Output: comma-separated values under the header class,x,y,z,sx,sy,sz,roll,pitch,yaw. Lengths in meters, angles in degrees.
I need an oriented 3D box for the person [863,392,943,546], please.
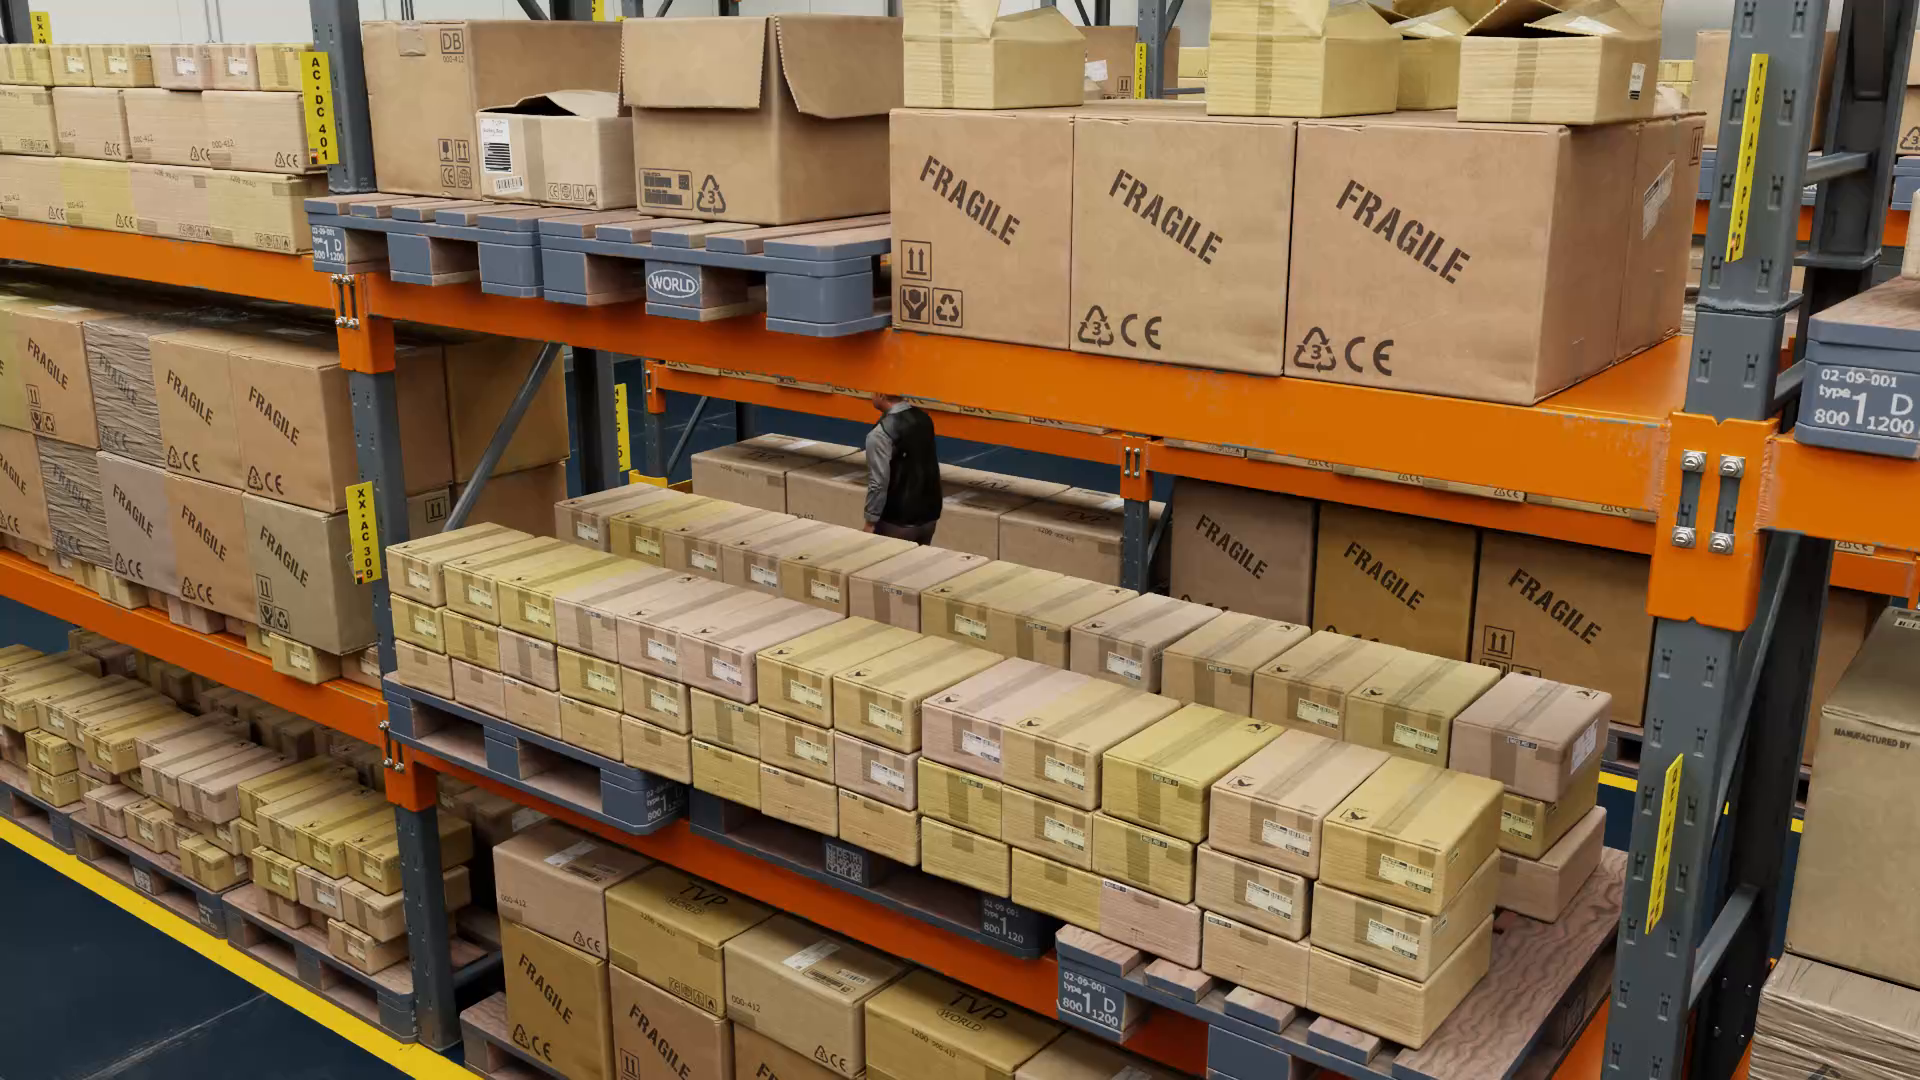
class,x,y,z,sx,sy,sz,roll,pitch,yaw
person,-0.325,-0.120,9.486,0.412,1.720,0.584,12,20,35
